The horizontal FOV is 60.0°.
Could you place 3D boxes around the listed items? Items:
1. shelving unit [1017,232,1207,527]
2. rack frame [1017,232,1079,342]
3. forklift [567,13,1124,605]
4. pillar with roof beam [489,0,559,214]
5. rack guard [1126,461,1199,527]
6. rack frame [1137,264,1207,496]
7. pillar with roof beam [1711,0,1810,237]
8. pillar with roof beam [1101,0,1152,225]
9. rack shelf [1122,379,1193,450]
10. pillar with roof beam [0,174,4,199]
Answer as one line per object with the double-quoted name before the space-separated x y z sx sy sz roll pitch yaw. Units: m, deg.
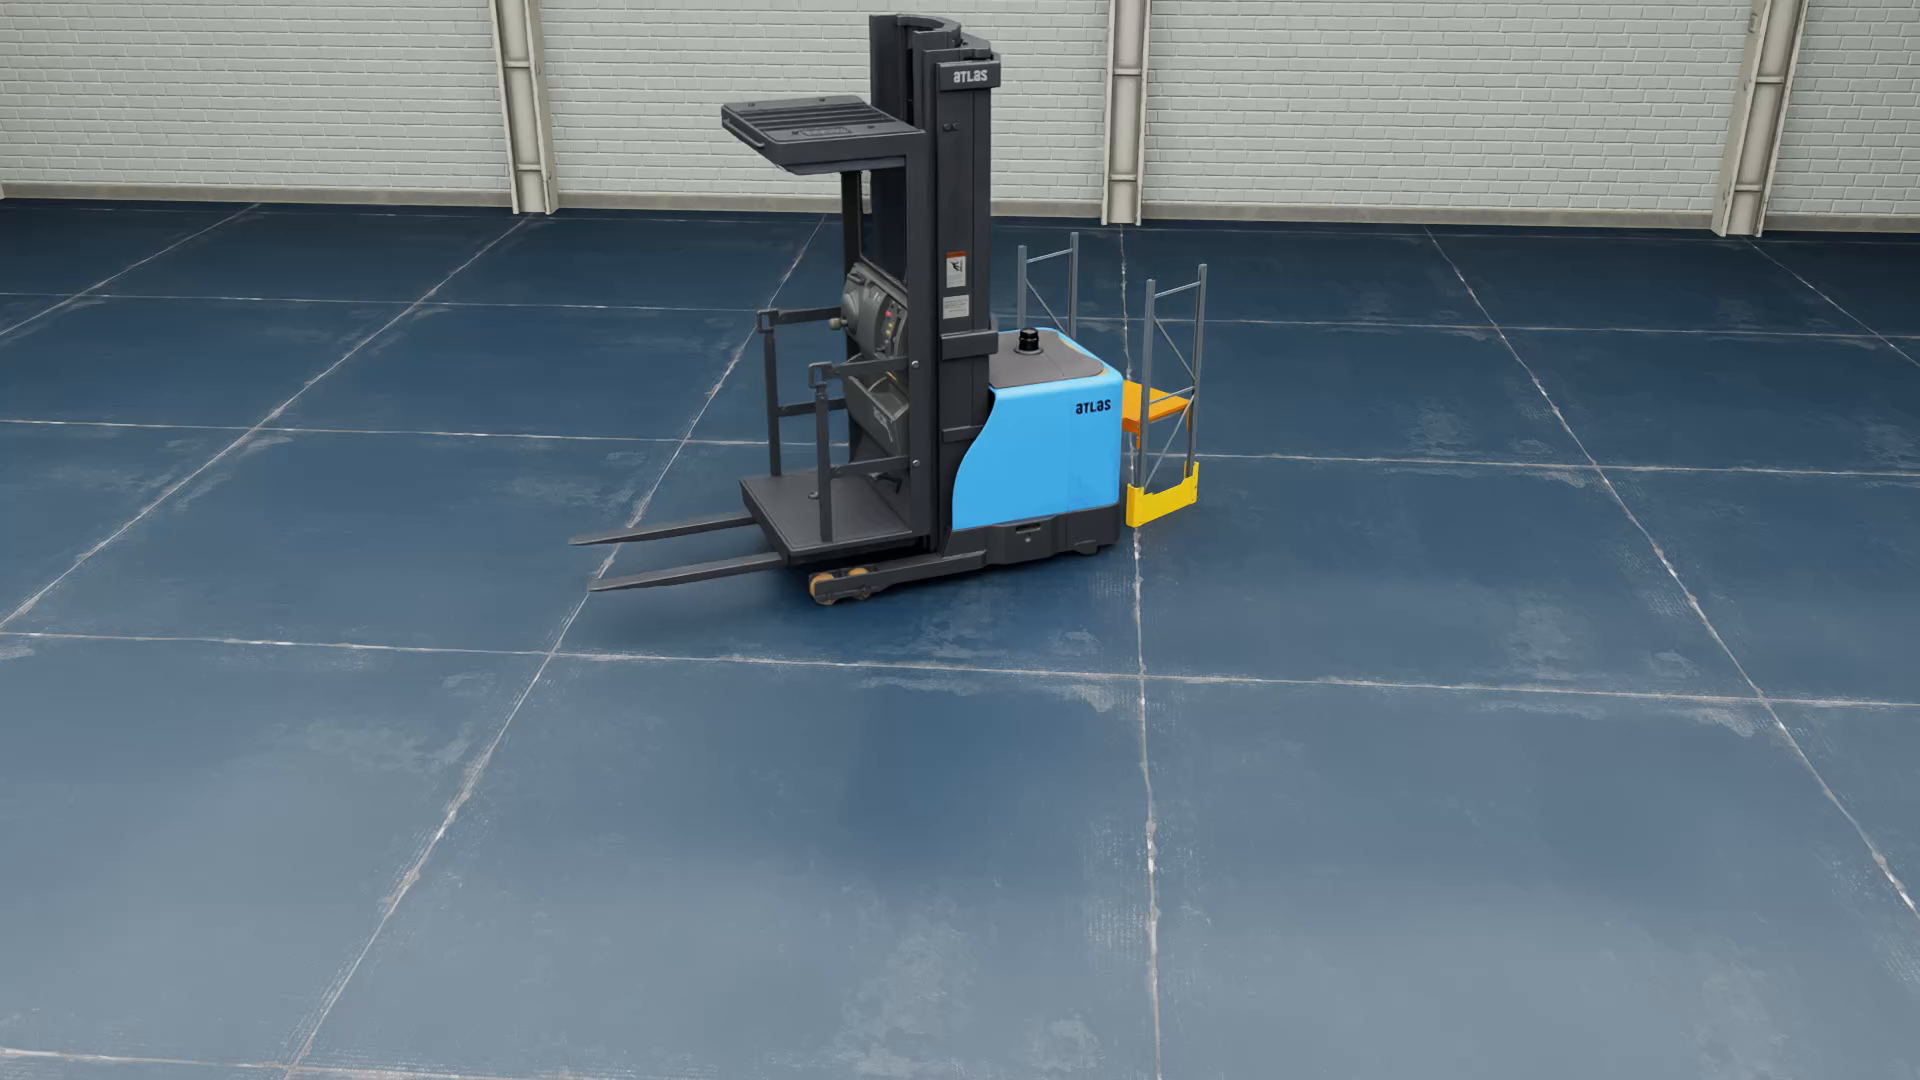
"shelving unit" 0.885 -1.002 10.134 0.587 1.500 1.083 -21 32 -38
"rack frame" 0.543 -1.154 10.464 0.500 1.500 0.032 -21 32 -38
"forklift" -0.647 -1.231 8.918 3.031 2.935 1.130 -9 26 -19
"pillar with roof beam" -4.694 -5.692 11.354 0.400 9.000 9.100 2 25 4
"rack guard" 1.226 -0.283 10.065 0.587 0.250 0.087 -21 32 -38
"rack frame" 1.239 -0.845 9.791 0.500 1.500 0.032 -21 32 -38
"pillar with roof beam" 7.271 -5.308 10.520 0.400 9.000 9.100 2 25 4
"pillar with roof beam" 1.289 -5.500 10.937 0.400 9.000 9.100 2 25 4
"rack shelf" 0.891 -0.836 10.203 0.538 0.185 1.000 -21 32 -38
"pillar with roof beam" -10.676 -5.884 11.772 0.400 9.000 9.100 2 25 4
